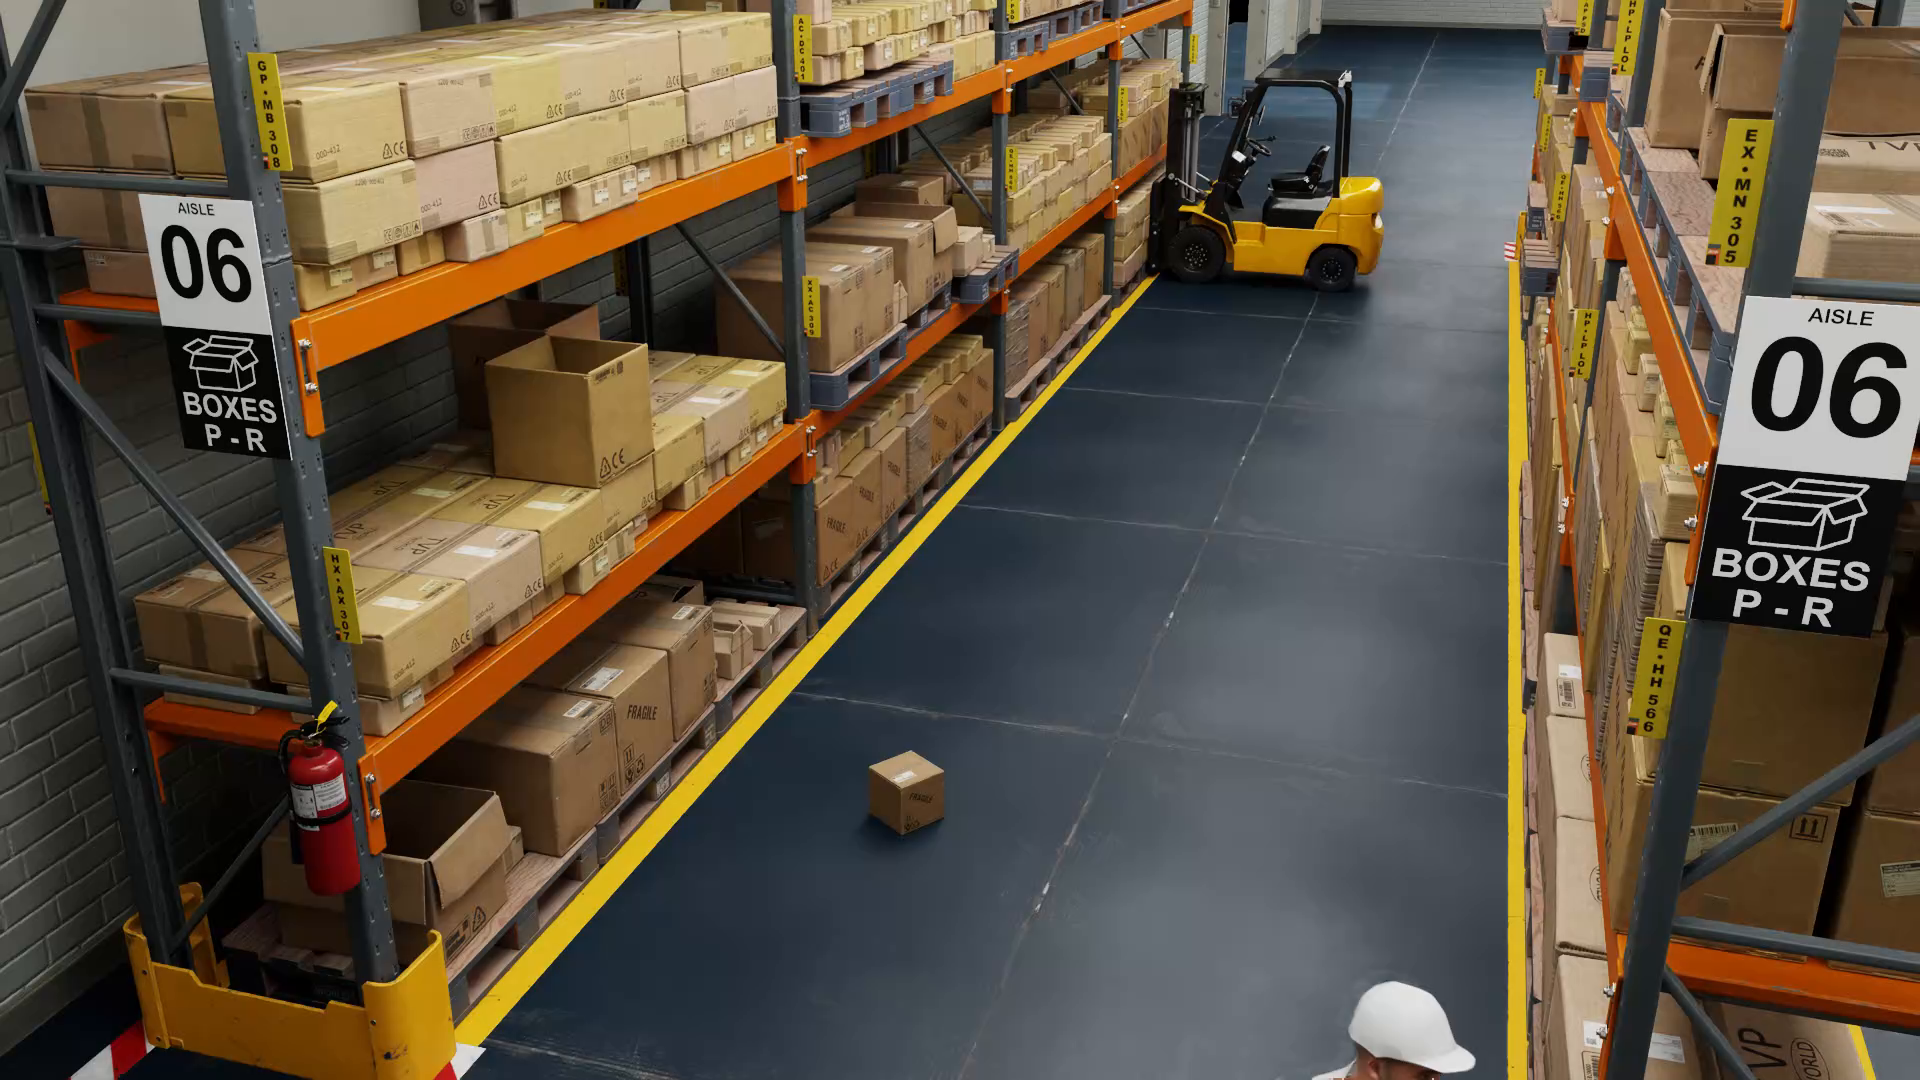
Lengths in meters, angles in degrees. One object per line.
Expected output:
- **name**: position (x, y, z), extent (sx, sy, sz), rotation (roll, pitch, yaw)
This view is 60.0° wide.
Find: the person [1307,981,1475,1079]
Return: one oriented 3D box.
- **person**: position (0.921, 1.854, 3.906), extent (0.614, 1.774, 0.817), rotation (-6, 22, -14)
